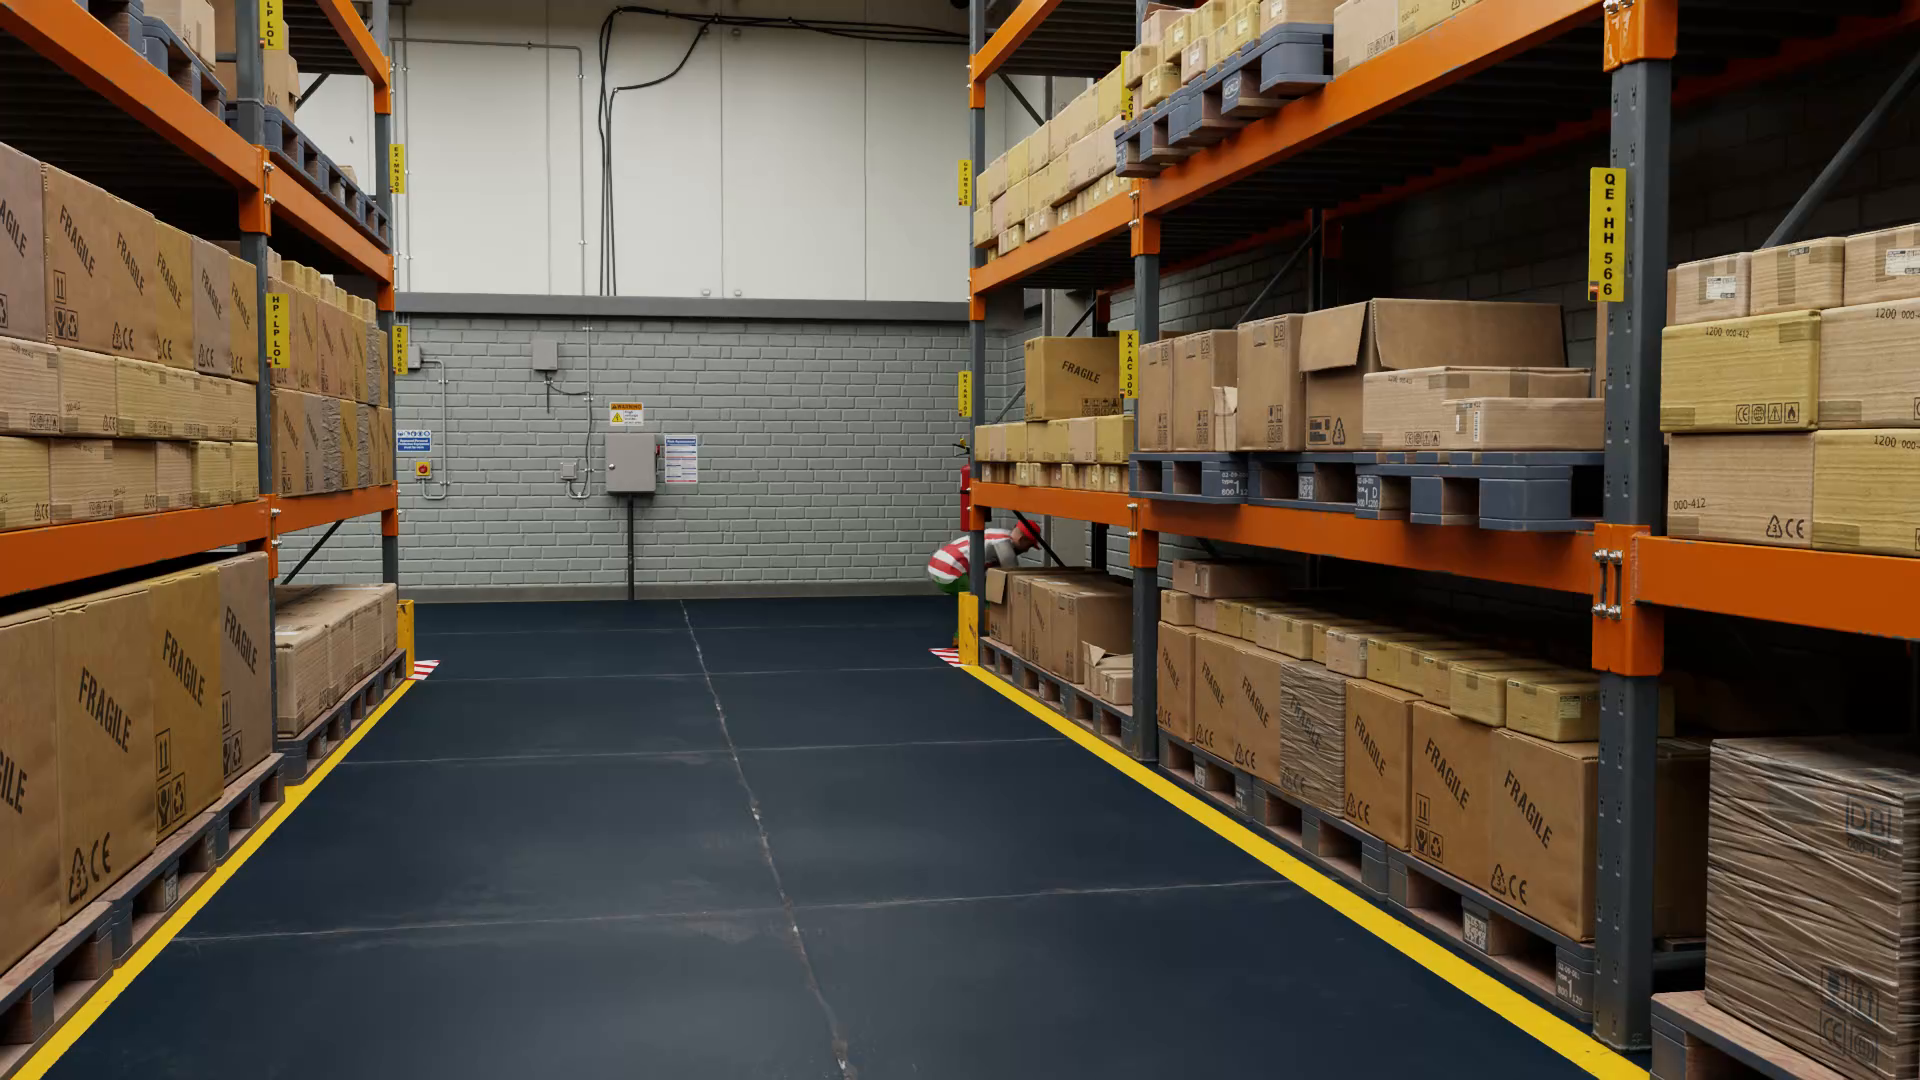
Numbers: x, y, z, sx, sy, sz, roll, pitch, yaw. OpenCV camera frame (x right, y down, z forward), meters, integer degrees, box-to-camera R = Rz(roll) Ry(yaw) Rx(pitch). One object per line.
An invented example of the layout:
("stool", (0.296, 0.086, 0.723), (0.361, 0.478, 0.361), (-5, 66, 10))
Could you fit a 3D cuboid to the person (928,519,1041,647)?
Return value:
("person", (0.202, 0.337, 13.115), (0.910, 0.987, 0.535), (-1, 3, -10))
